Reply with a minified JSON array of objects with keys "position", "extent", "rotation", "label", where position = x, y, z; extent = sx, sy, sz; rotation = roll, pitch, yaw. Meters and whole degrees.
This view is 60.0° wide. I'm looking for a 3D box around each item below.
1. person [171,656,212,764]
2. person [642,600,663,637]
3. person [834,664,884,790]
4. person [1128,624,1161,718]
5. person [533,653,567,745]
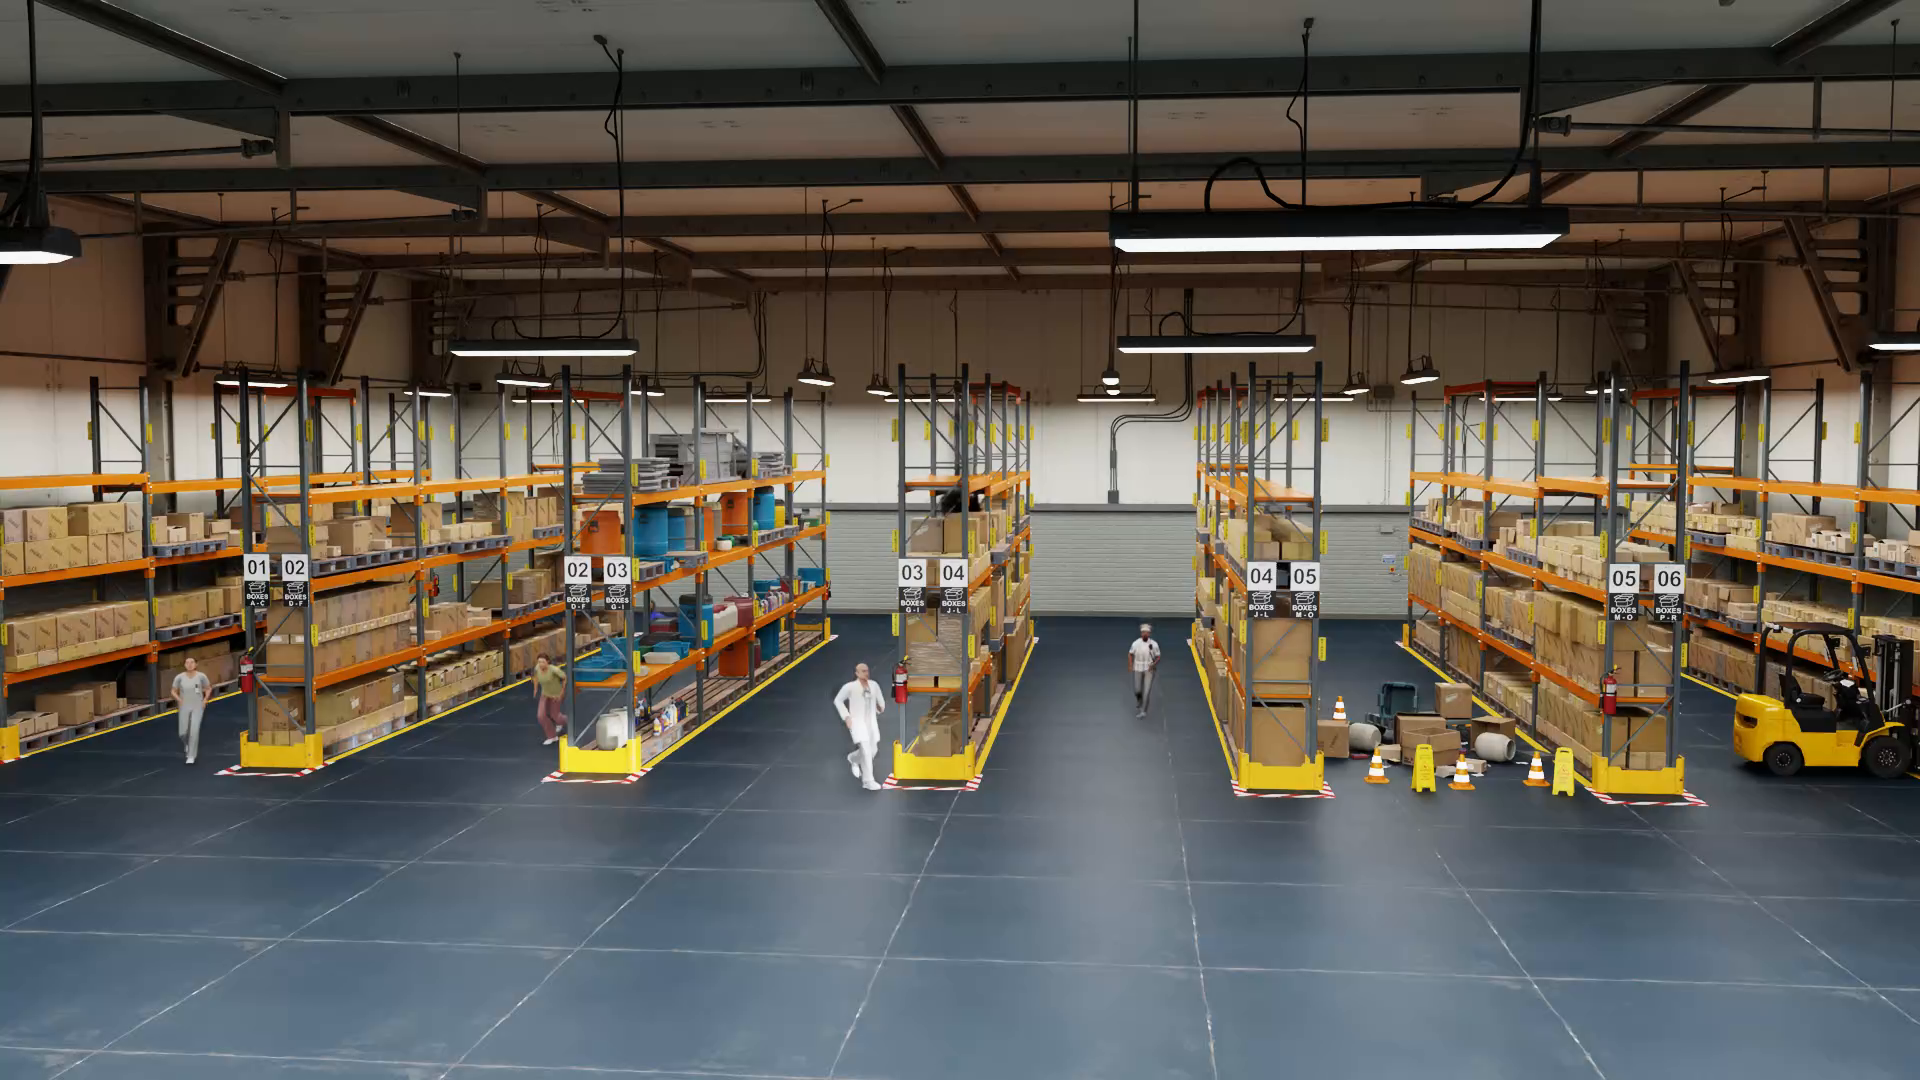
[{"position":[-11.694,2.562,25.320],"extent":[0.557,1.626,0.636],"rotation":[-1,4,-22],"label":"person"},{"position":[-6.169,2.044,33.409],"extent":[0.570,1.691,0.722],"rotation":[1,4,10],"label":"person"},{"position":[-1.396,2.611,23.492],"extent":[0.711,1.750,0.884],"rotation":[-2,4,-34],"label":"person"},{"position":[3.252,2.304,29.343],"extent":[0.588,1.655,0.564],"rotation":[1,4,11],"label":"person"},{"position":[-6.588,2.546,26.974],"extent":[0.587,1.497,0.964],"rotation":[1,4,11],"label":"person"}]
